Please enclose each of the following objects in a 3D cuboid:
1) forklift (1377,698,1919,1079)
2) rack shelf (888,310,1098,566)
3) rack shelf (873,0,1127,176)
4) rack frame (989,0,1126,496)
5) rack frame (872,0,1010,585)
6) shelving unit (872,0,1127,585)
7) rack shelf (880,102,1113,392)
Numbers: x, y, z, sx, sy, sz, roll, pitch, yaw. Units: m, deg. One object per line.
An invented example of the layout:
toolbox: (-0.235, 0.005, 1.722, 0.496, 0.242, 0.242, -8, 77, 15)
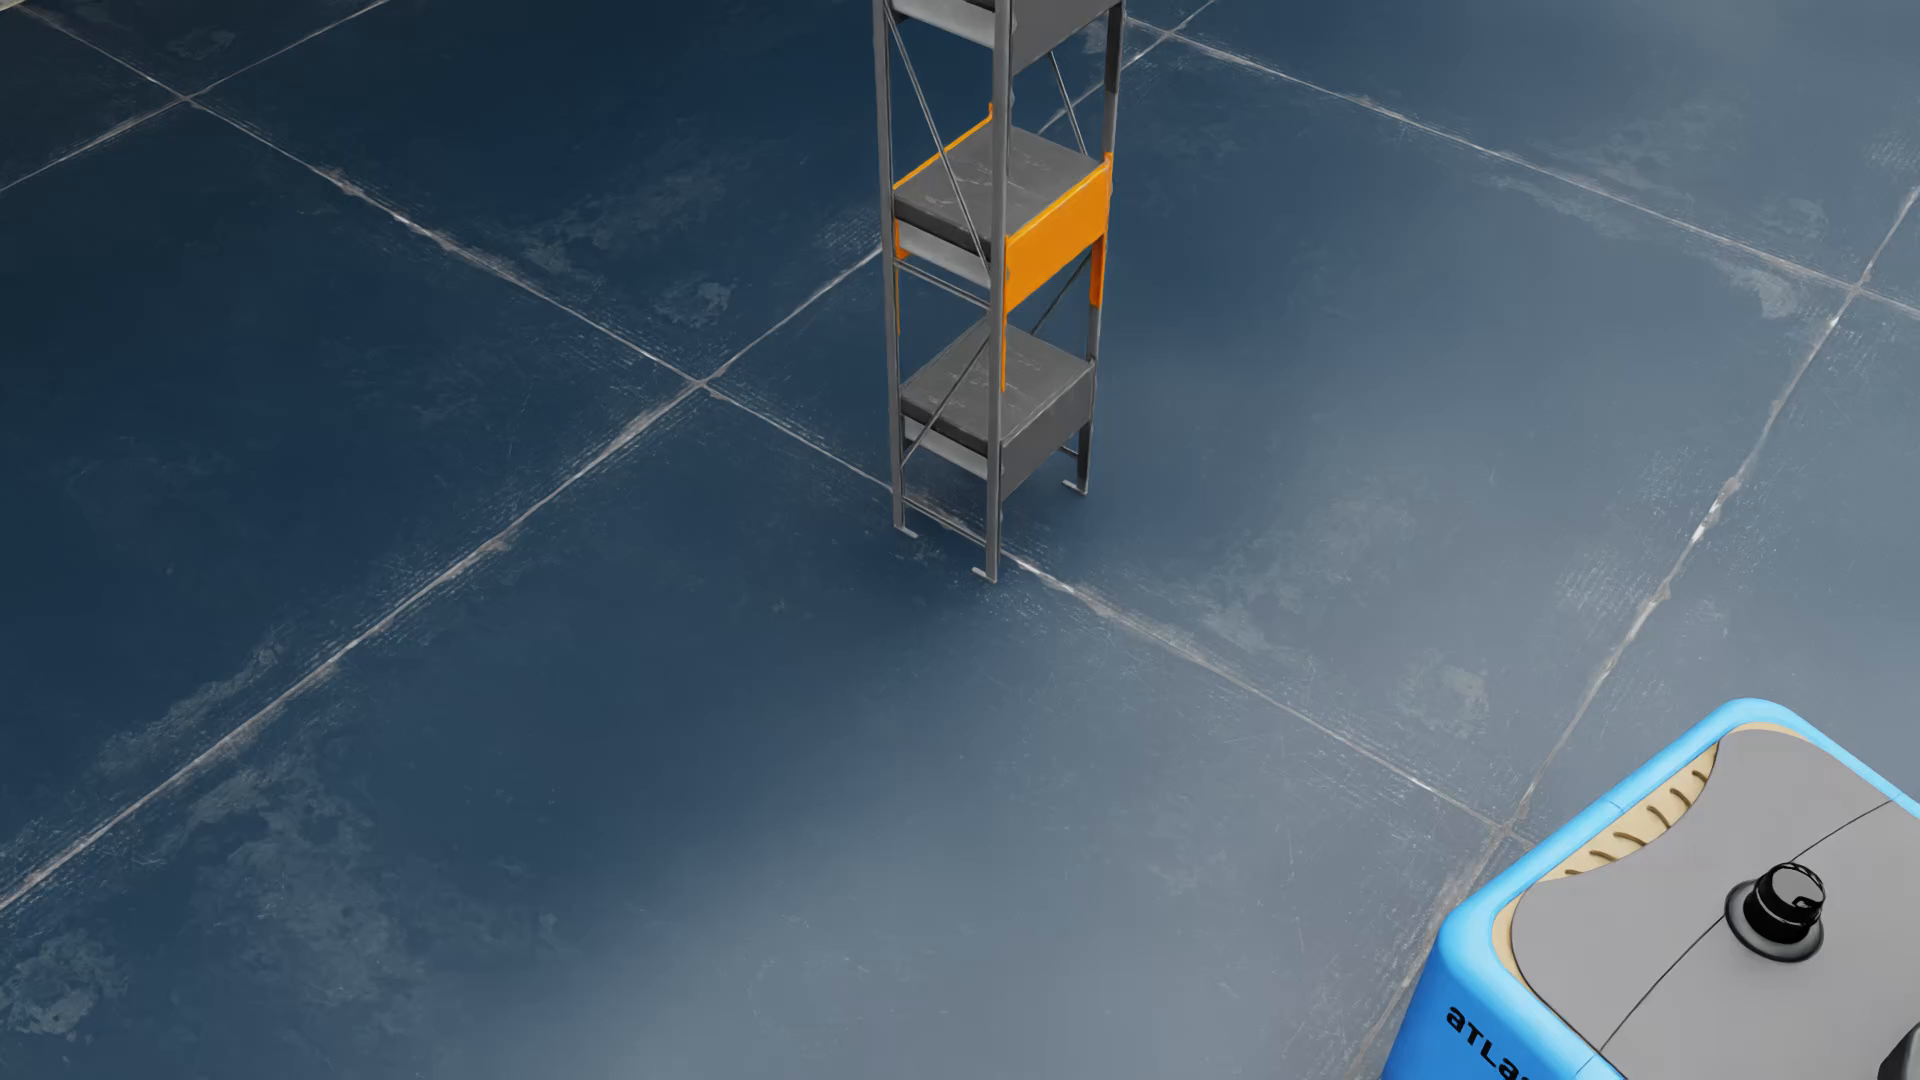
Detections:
forklift: (2.156, 1.100, 2.172, 1.130, 2.935, 3.031, -28, 52, -24)
rack shelf: (0.101, -0.327, 5.097, 0.431, 0.518, 0.480, 29, 53, 25)
rack shelf: (0.101, -1.294, 4.085, 0.431, 0.518, 0.480, 29, 53, 25)
rack frame: (0.250, -0.960, 4.715, 0.400, 2.100, 0.015, 29, 53, 25)
rack frame: (-0.048, -0.680, 4.448, 0.400, 2.100, 0.015, 29, 53, 25)
shelving unit: (0.101, -0.820, 4.581, 0.431, 2.100, 0.503, 29, 53, 25)
rack shelf: (0.101, -0.811, 4.591, 0.431, 0.518, 0.480, 29, 53, 25)
